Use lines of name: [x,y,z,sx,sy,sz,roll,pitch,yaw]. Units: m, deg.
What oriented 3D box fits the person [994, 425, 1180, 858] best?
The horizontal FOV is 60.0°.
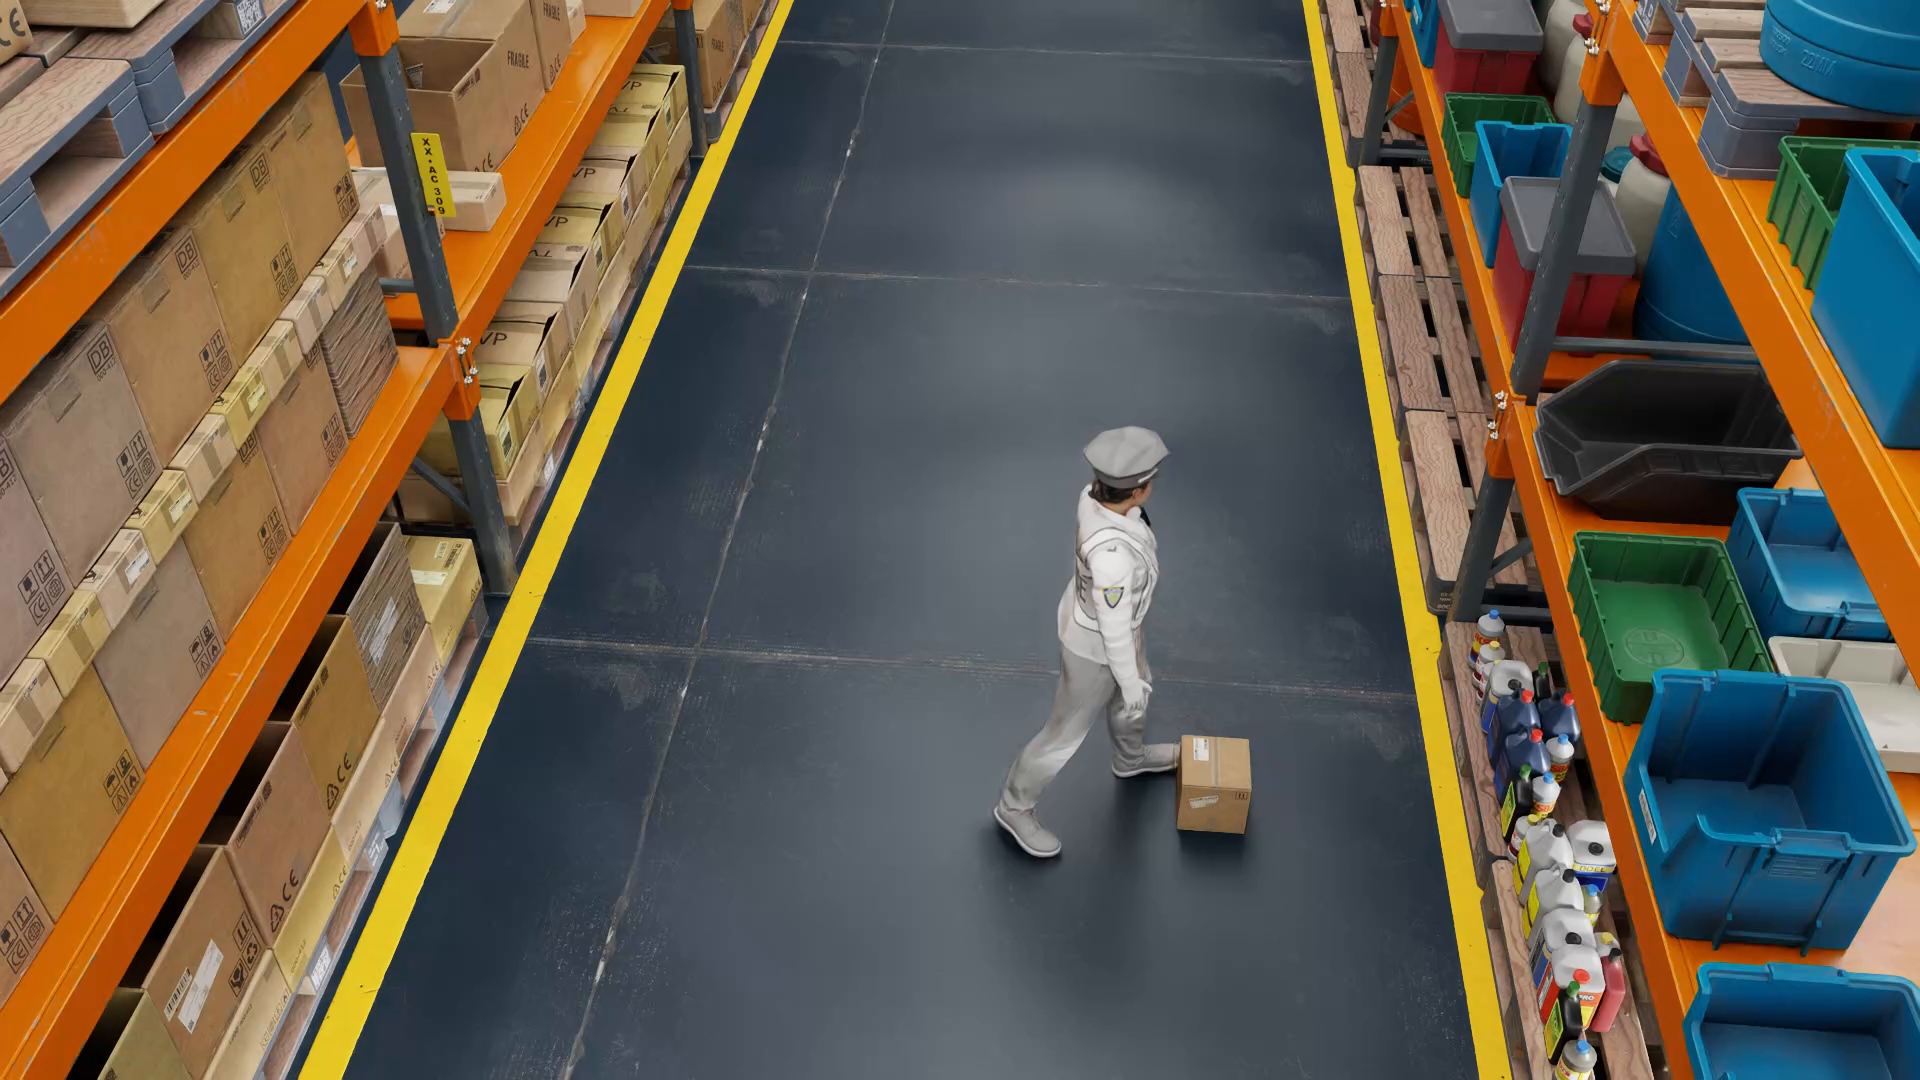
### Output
person: [0.492,0.359,5.739,0.718,1.644,0.580,2,40,3]
